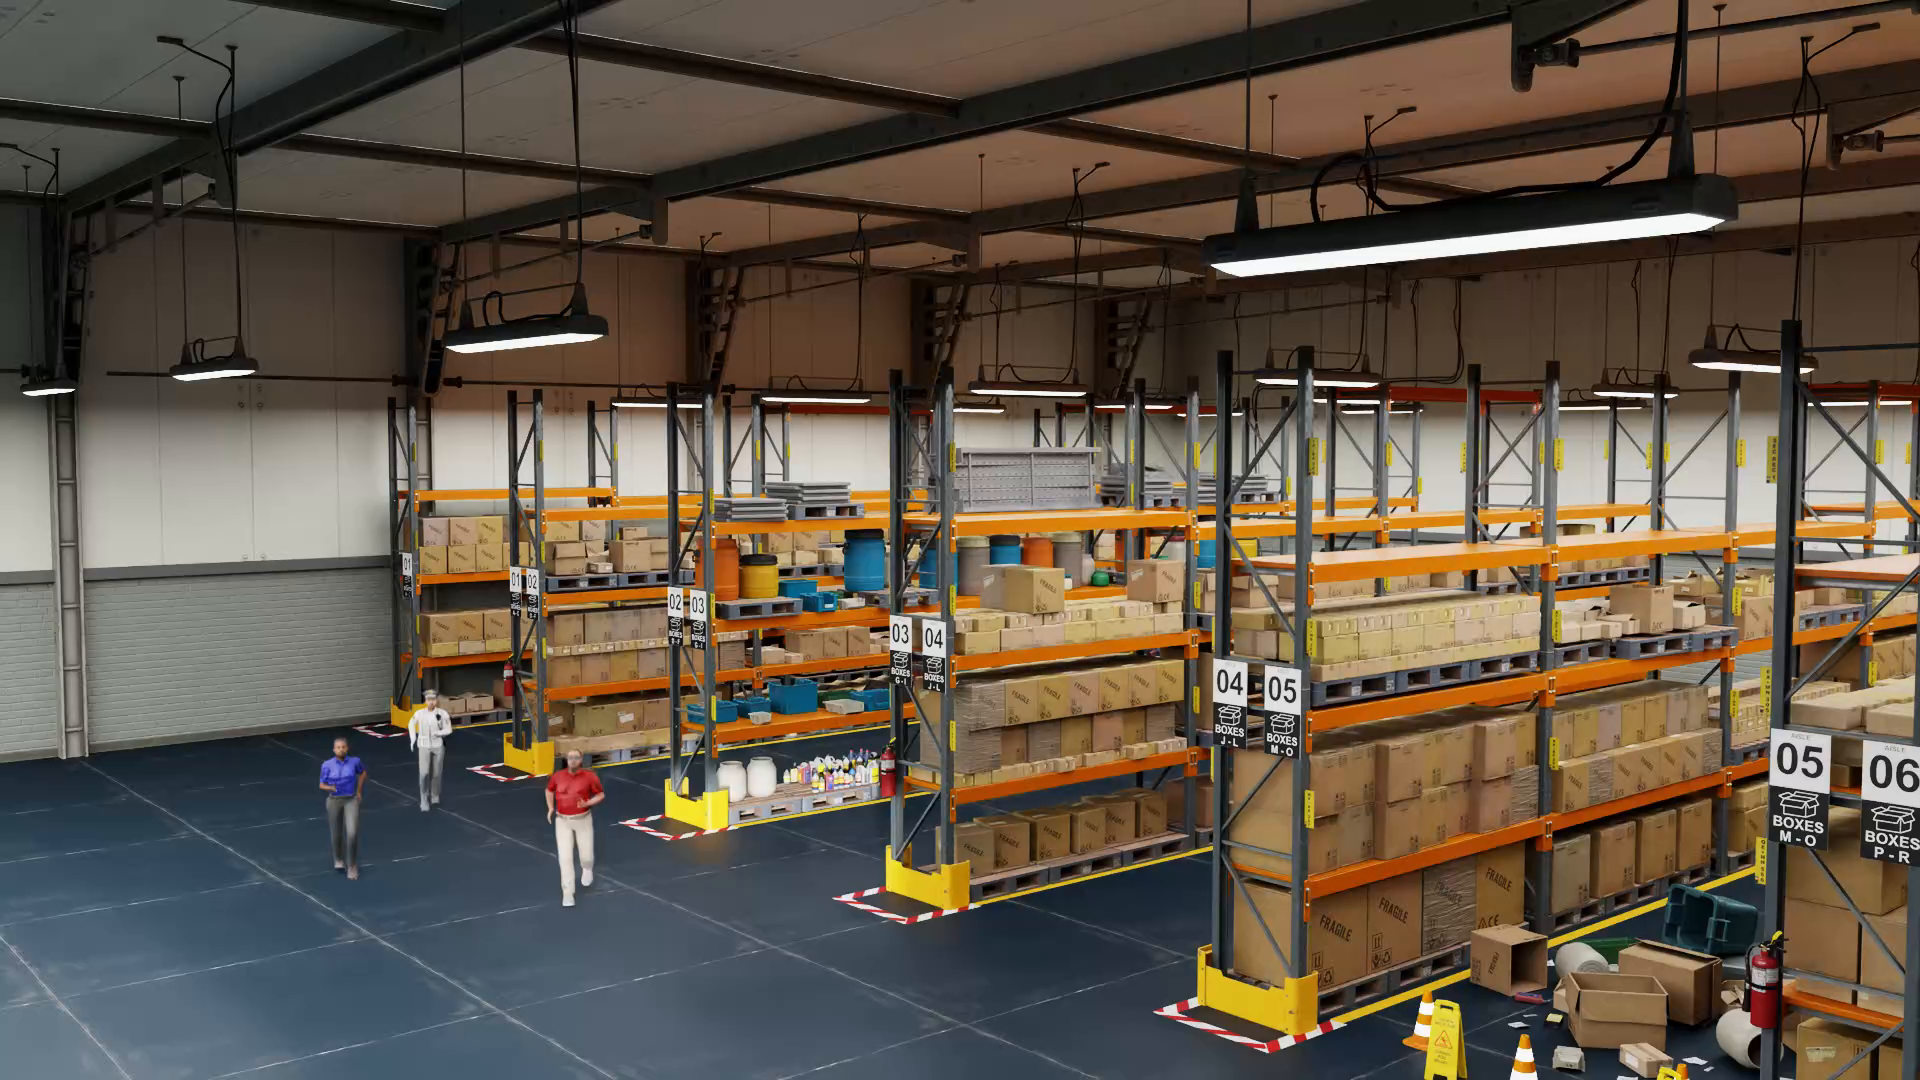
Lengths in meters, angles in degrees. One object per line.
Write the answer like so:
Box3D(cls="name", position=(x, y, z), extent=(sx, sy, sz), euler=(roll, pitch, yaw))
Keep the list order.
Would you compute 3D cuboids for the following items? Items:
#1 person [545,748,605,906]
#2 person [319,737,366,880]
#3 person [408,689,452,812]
Box3D(cls="person", position=(-4.373, 3.205, 18.835), extent=(0.662, 1.697, 0.920), euler=(0, 3, -8))
Box3D(cls="person", position=(-7.349, 3.198, 19.811), extent=(0.523, 1.682, 0.765), euler=(-1, 4, -20))
Box3D(cls="person", position=(-7.451, 2.956, 23.412), extent=(0.581, 1.723, 0.702), euler=(-1, 4, -19))
